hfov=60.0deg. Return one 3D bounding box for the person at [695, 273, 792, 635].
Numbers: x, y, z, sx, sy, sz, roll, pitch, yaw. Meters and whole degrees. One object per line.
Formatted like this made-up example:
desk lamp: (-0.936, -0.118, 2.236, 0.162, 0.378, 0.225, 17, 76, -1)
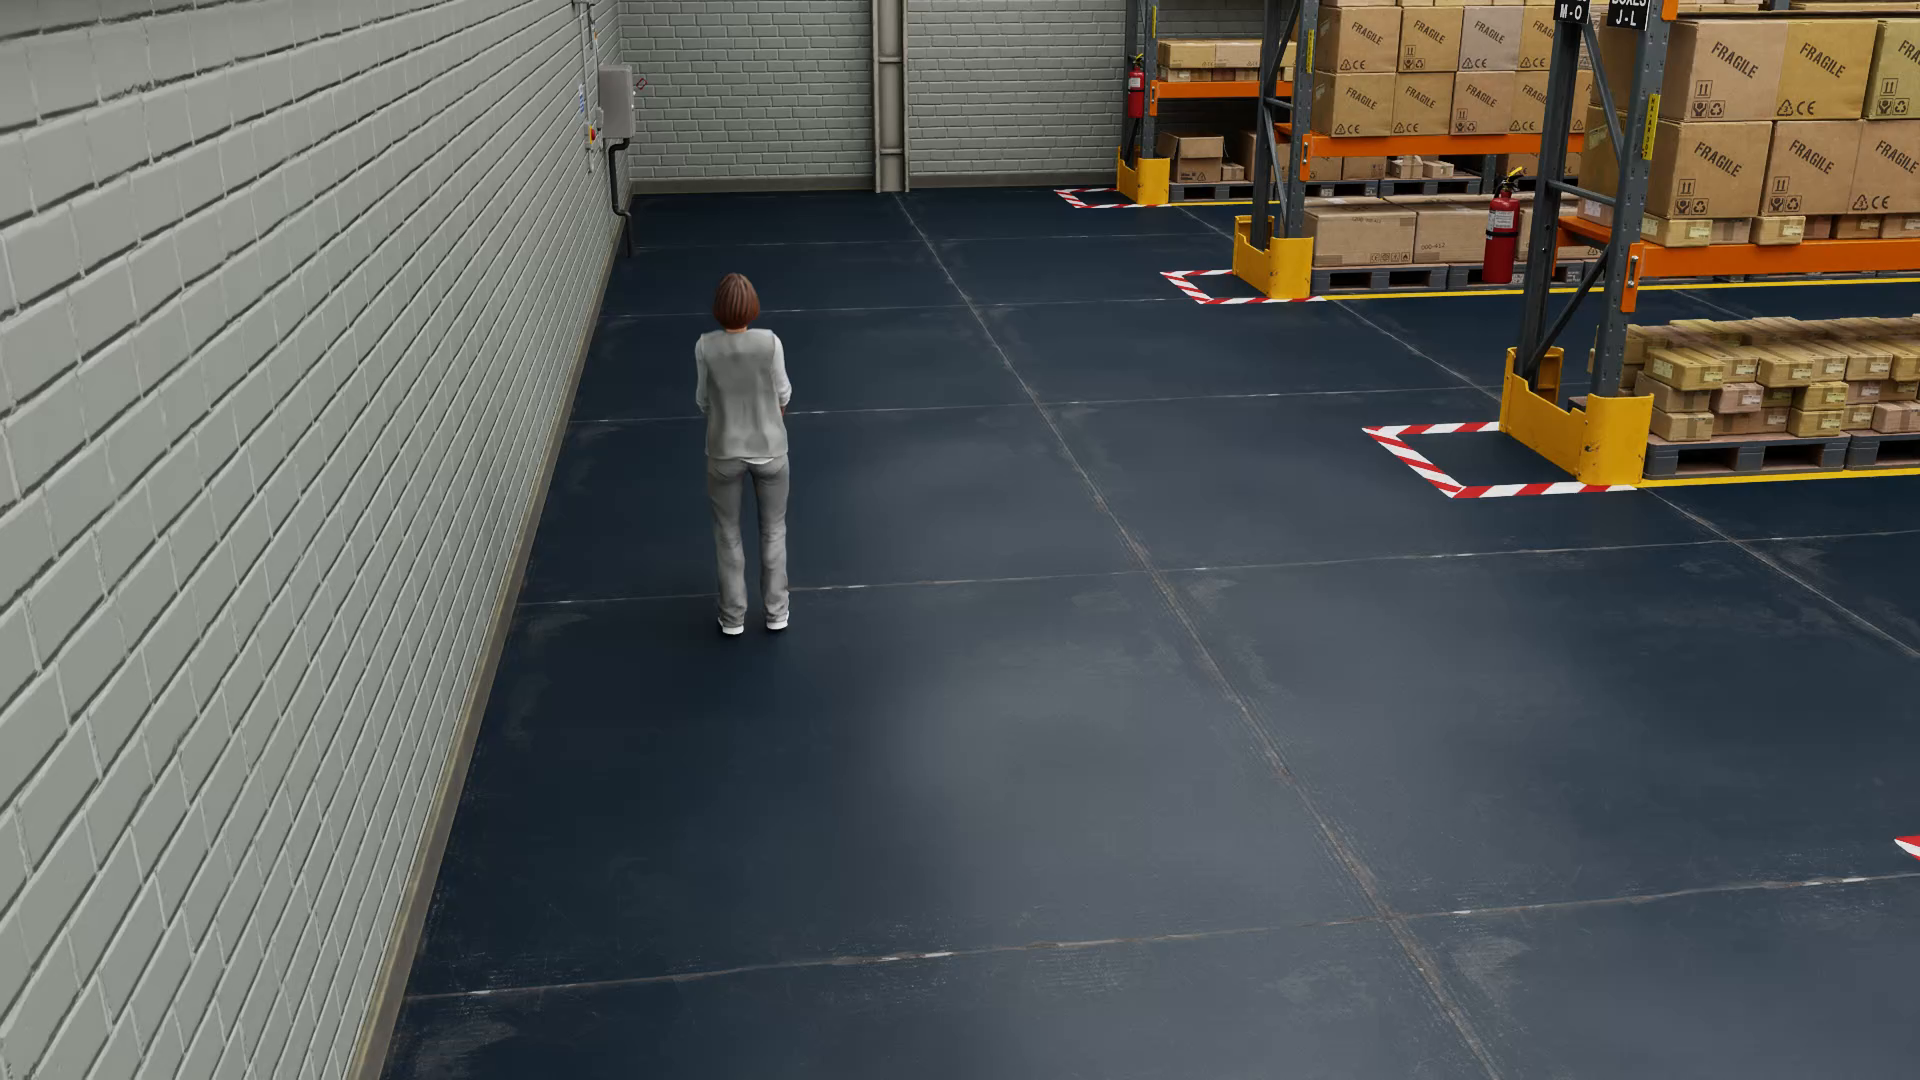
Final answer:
person: (-0.917, -0.383, 7.137, 0.405, 1.587, 0.497, -3, 20, -7)
